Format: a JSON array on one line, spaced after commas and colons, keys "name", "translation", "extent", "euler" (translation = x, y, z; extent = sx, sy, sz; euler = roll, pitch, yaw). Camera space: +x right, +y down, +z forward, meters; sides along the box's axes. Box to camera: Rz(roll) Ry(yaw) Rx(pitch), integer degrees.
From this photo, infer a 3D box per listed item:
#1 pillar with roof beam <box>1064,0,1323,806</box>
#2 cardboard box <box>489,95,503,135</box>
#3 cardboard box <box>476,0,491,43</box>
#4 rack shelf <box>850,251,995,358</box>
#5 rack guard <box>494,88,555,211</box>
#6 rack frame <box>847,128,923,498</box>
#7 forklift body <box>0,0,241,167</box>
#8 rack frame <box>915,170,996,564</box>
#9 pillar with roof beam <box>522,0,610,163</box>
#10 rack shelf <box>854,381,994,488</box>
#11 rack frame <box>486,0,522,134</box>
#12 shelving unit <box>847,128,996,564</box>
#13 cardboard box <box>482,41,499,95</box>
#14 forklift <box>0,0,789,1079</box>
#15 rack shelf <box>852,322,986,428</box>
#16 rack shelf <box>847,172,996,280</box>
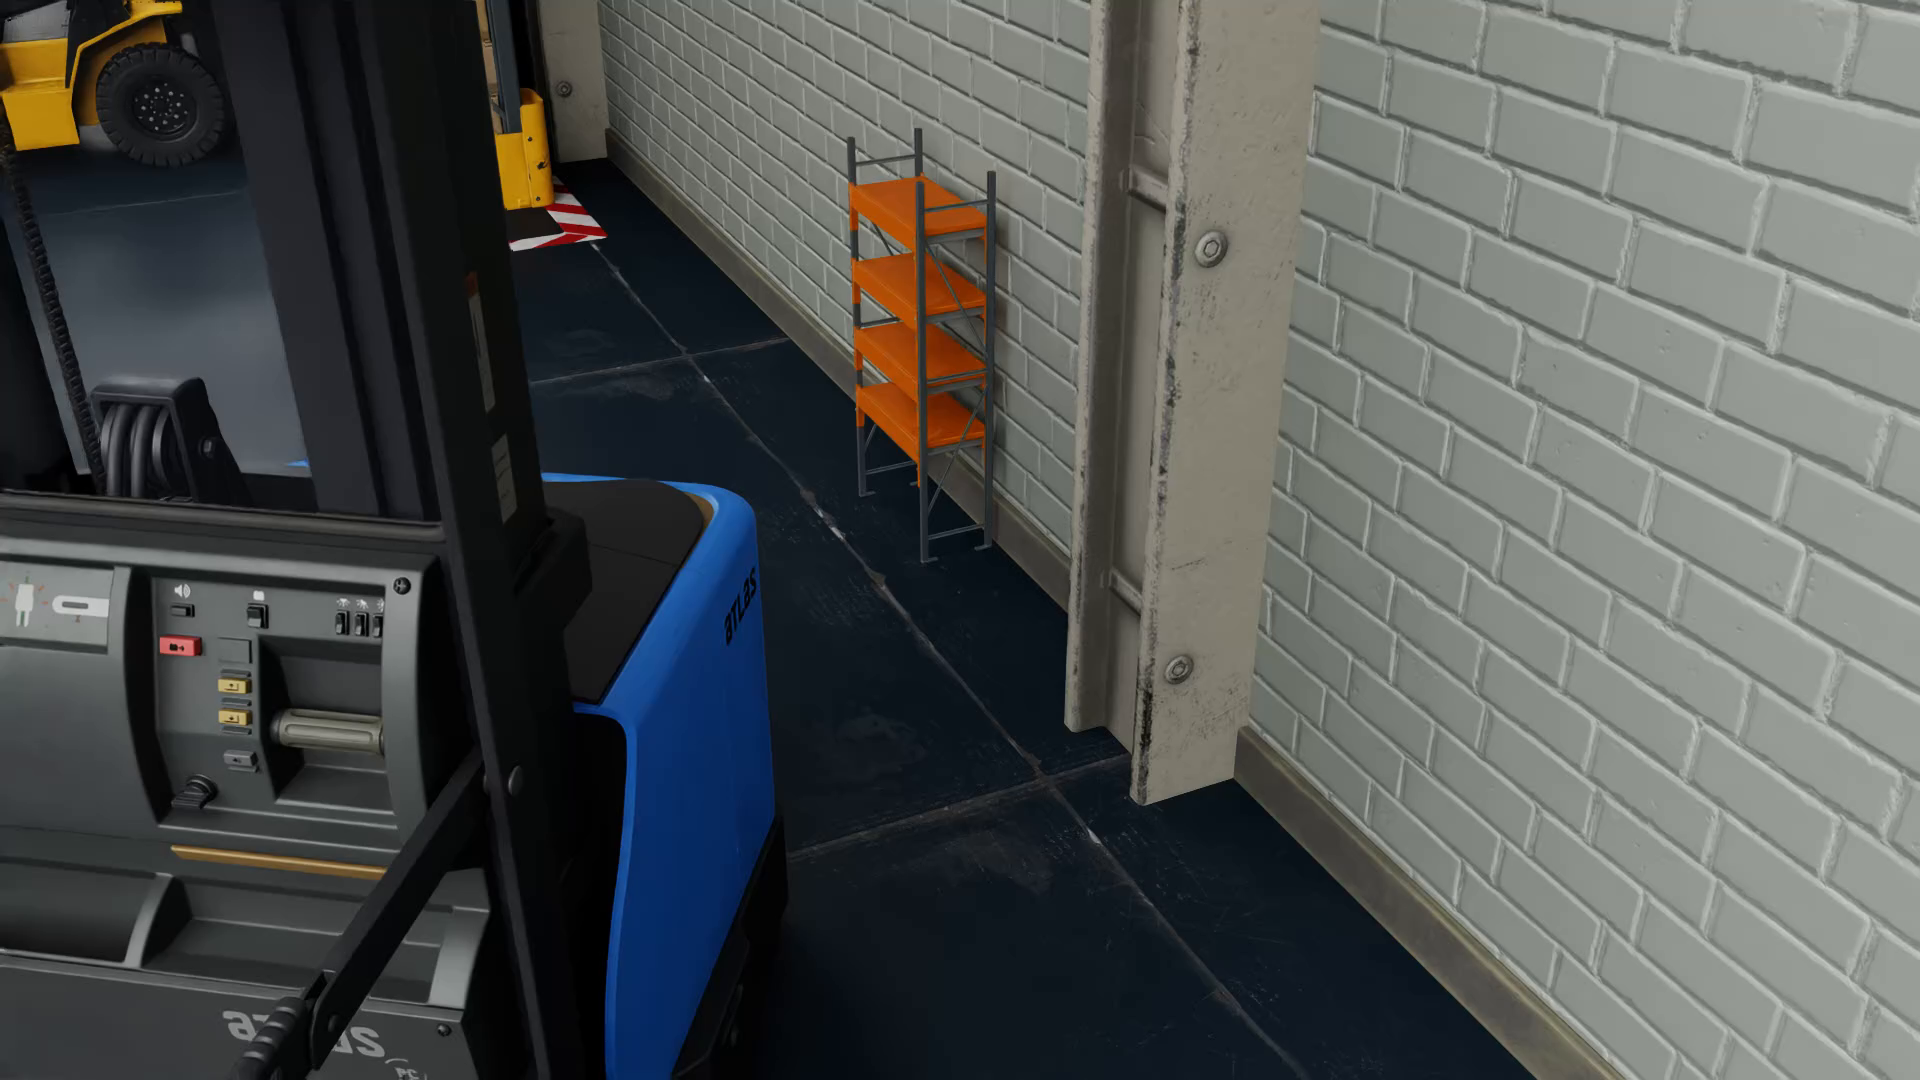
[{"name": "pillar with roof beam", "translation": [-3.392, -2.487, 0.484], "extent": [9.100, 9.000, 0.400], "euler": [-13, 32, -22]}, {"name": "cardboard box", "translation": [-2.629, -2.169, 8.434], "extent": [0.500, 0.250, 0.500], "euler": [-13, 32, -22]}, {"name": "cardboard box", "translation": [-2.630, -2.599, 8.179], "extent": [0.500, 0.250, 0.500], "euler": [-14, 32, -23]}, {"name": "rack shelf", "translation": [-0.118, -0.721, 4.990], "extent": [0.258, 0.148, 0.480], "euler": [-13, 32, -22]}, {"name": "rack guard", "translation": [-2.584, -1.827, 7.996], "extent": [1.175, 0.500, 0.348], "euler": [-13, 32, -22]}, {"name": "rack frame", "translation": [-0.224, -0.692, 5.258], "extent": [0.240, 1.200, 0.015], "euler": [-13, 32, -22]}, {"name": "forklift body", "translation": [-5.056, -3.012, 8.422], "extent": [2.313, 2.155, 1.214], "euler": [-13, 32, -22]}, {"name": "rack frame", "translation": [-0.011, -0.478, 4.875], "extent": [0.240, 1.200, 0.015], "euler": [-13, 32, -22]}, {"name": "pillar with roof beam", "translation": [-5.968, -5.137, 5.210], "extent": [9.100, 9.000, 0.400], "euler": [-13, 32, -22]}, {"name": "rack shelf", "translation": [-0.117, -0.353, 5.196], "extent": [0.258, 0.148, 0.480], "euler": [-13, 32, -22]}, {"name": "rack frame", "translation": [-2.595, -2.927, 7.404], "extent": [1.000, 3.000, 0.127], "euler": [-13, 32, -22]}, {"name": "shelving unit", "translation": [-0.118, -0.585, 5.066], "extent": [0.258, 1.200, 0.503], "euler": [-13, 32, -22]}, {"name": "cardboard box", "translation": [-2.609, -2.381, 8.299], "extent": [0.500, 0.250, 0.500], "euler": [-12, 32, -21]}, {"name": "forklift", "translation": [-1.121, 0.227, 1.849], "extent": [1.130, 2.935, 3.031], "euler": [4, 30, 8]}, {"name": "rack shelf", "translation": [-0.118, -0.526, 5.099], "extent": [0.258, 0.148, 0.480], "euler": [-13, 32, -22]}, {"name": "rack shelf", "translation": [-0.118, -0.928, 4.874], "extent": [0.258, 0.148, 0.480], "euler": [-13, 32, -22]}]
